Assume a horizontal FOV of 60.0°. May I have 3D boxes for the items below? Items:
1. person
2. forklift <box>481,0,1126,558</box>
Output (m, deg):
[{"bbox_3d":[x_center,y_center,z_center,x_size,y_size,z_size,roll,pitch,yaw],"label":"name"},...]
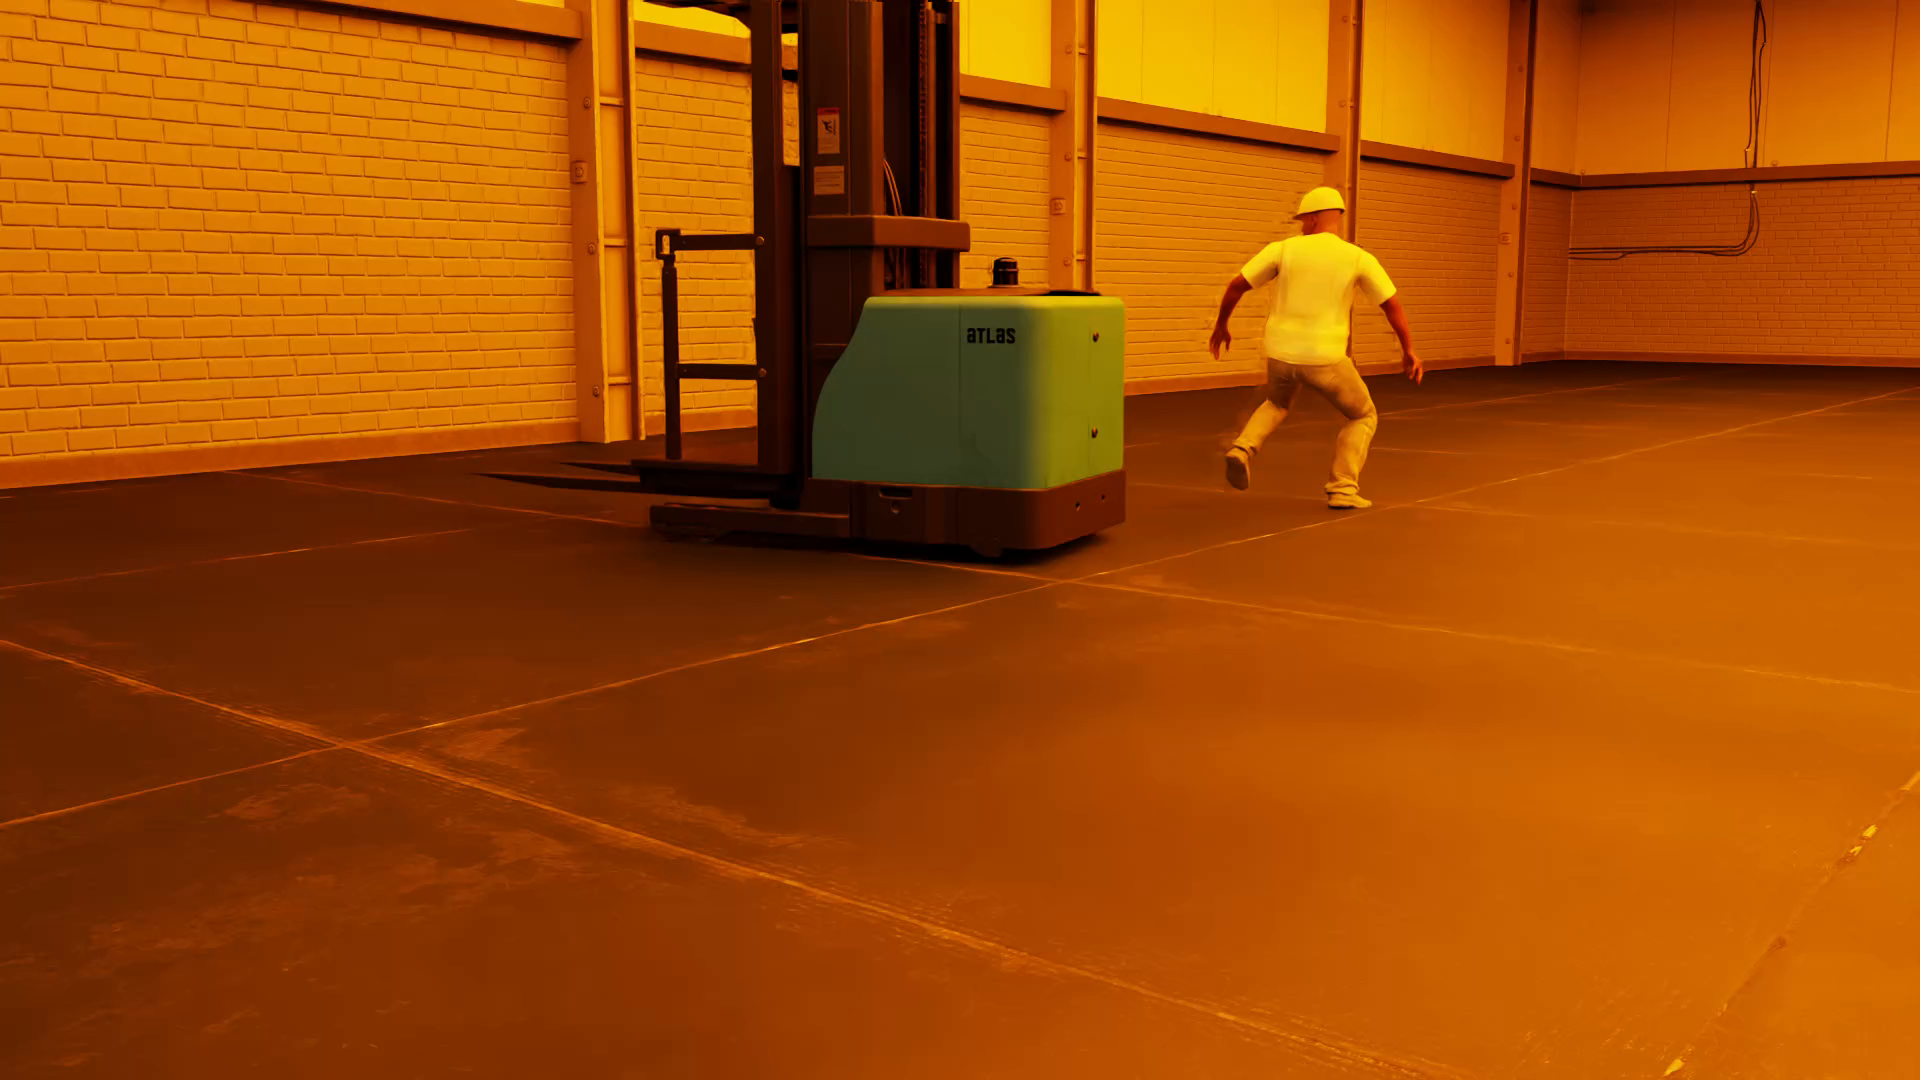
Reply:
[{"bbox_3d":[1.823,-0.976,8.546,1.039,1.646,0.524,5,10,32],"label":"person"},{"bbox_3d":[-0.812,-1.498,7.521,3.031,2.935,1.130,4,9,25],"label":"forklift"}]
